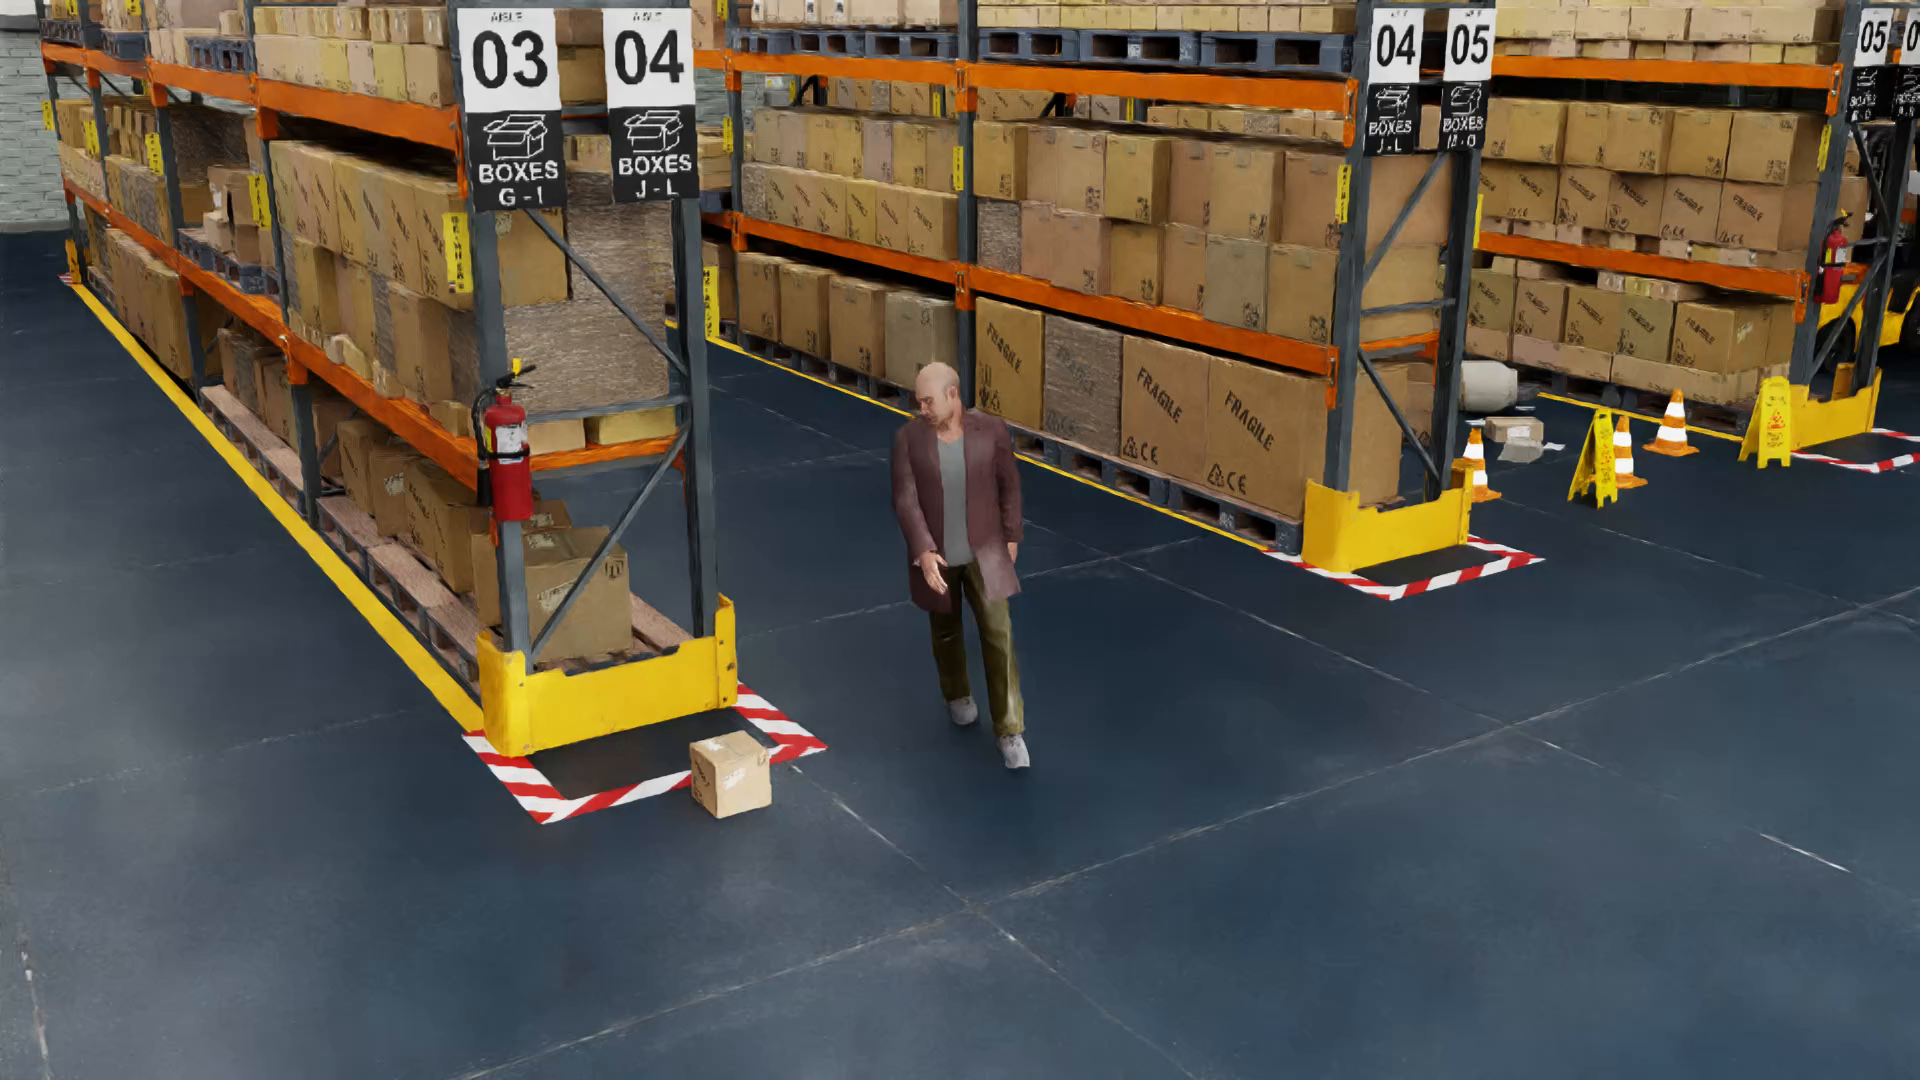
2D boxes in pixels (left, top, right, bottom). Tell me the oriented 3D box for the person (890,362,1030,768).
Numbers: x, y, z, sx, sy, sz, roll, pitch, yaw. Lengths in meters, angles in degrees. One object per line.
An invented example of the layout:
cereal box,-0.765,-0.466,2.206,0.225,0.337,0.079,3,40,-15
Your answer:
person,0.000,0.105,7.325,0.610,1.677,0.909,0,18,0
